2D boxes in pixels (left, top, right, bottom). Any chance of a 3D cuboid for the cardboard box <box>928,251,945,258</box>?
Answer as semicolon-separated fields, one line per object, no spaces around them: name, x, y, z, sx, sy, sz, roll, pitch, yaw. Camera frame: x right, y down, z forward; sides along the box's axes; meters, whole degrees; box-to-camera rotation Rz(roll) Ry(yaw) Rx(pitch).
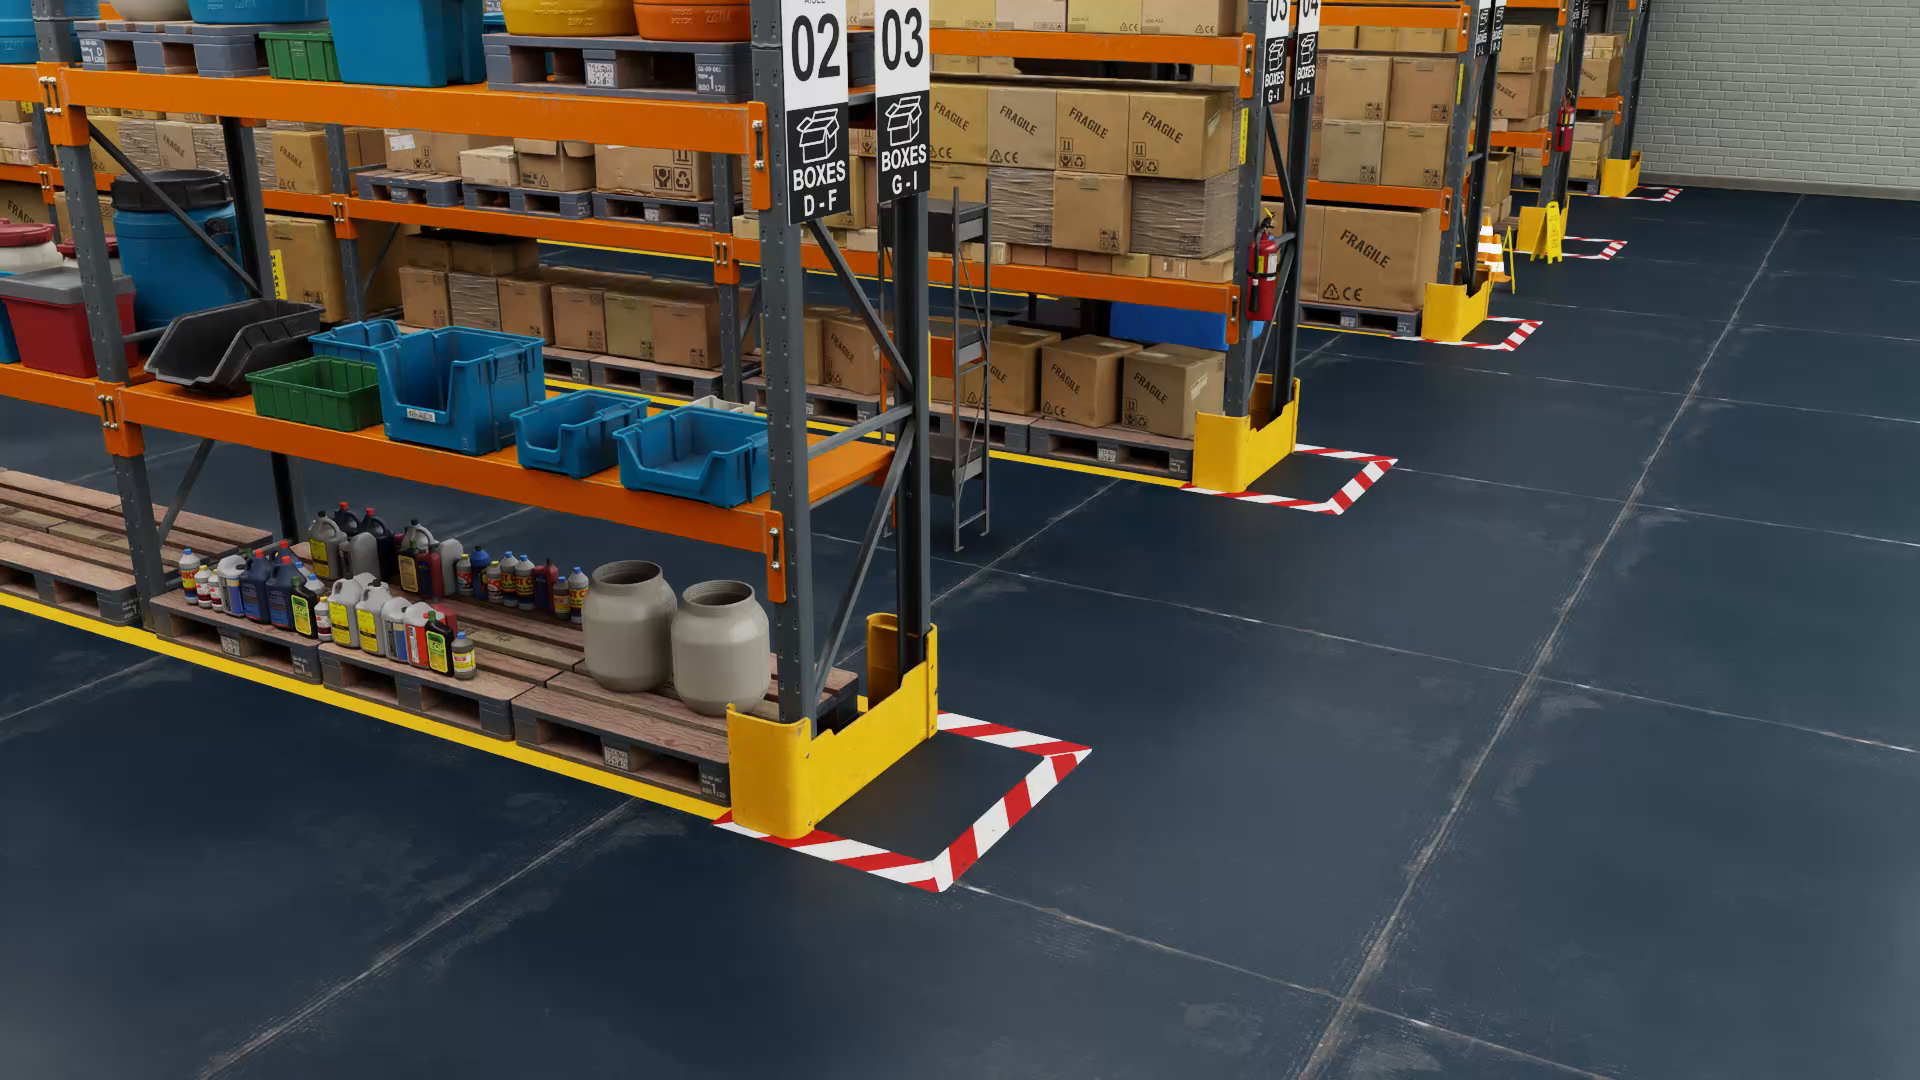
cardboard box;-0.143;-2.069;11.538;0.250;0.149;0.380;11;23;27

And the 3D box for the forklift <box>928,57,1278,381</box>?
forklift;1.077;-2.967;13.745;3.031;2.935;1.130;11;23;28

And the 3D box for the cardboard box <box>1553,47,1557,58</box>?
cardboard box;8.369;-6.742;22.955;0.250;0.149;0.380;11;23;28

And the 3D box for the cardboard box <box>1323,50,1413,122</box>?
cardboard box;3.669;-4.068;14.876;0.550;0.550;0.875;11;23;27

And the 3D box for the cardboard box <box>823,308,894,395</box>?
cardboard box;-0.667;-1.409;12.399;0.500;0.500;0.500;-17;26;-39

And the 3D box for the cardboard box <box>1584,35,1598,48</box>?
cardboard box;8.596;-6.841;22.792;0.250;0.149;0.380;11;23;27

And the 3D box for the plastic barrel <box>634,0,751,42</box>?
plastic barrel;-0.910;-2.270;6.081;0.708;0.830;0.600;11;23;27

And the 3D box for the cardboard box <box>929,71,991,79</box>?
cardboard box;-0.100;-3.055;11.840;0.500;0.500;0.500;11;23;27

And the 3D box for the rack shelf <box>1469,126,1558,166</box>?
rack shelf;5.079;-4.837;19.856;4.000;0.370;1.077;11;23;27

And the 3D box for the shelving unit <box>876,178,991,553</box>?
shelving unit;-0.144;-1.015;9.583;0.503;2.100;0.431;11;23;27

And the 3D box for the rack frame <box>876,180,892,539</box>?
rack frame;-0.358;-1.055;9.695;0.015;2.100;0.400;11;23;27

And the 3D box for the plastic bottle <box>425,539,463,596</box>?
plastic bottle;-2.624;0.126;8.469;0.135;0.276;0.152;11;23;28

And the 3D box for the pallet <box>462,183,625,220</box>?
pallet;-3.244;-2.816;13.510;1.213;0.211;1.003;11;23;27

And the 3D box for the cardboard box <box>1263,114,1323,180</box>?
cardboard box;3.234;-3.686;15.409;0.550;0.550;0.875;11;23;27

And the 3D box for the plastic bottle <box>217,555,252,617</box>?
plastic bottle;-3.556;0.220;8.210;0.135;0.276;0.152;12;23;29

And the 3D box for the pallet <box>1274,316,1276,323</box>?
pallet;2.702;-2.354;16.046;1.213;0.211;1.003;11;23;27

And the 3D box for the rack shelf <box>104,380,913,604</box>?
rack shelf;-2.170;-0.412;7.658;4.000;0.370;1.077;11;23;27

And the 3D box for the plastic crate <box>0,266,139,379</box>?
plastic crate;-4.488;-1.103;8.412;0.583;0.464;0.402;11;23;27

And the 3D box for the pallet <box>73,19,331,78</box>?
pallet;-3.238;-2.314;7.722;1.003;0.211;1.213;11;23;27

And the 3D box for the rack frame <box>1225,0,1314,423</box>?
rack frame;1.992;-1.892;10.683;0.127;3.000;1.000;11;23;27

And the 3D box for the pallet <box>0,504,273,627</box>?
pallet;-4.620;0.109;9.256;1.213;0.211;1.003;11;23;27

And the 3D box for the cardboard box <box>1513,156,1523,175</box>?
cardboard box;7.816;-5.381;23.718;0.500;0.250;0.500;11;23;28

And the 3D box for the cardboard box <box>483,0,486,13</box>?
cardboard box;-3.805;-4.240;12.977;0.500;0.250;0.500;11;23;28

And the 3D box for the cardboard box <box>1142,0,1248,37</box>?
cardboard box;1.447;-3.237;10.210;0.500;0.250;0.500;11;23;29

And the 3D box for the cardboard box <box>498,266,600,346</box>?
cardboard box;-3.409;-1.968;13.913;0.500;0.500;0.700;13;24;32

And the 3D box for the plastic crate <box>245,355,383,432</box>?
plastic crate;-2.868;-0.674;7.634;0.662;0.188;0.450;11;23;27

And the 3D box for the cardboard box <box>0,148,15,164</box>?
cardboard box;-9.136;-3.766;16.217;0.250;0.149;0.380;11;23;28

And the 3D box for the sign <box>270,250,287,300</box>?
sign;-3.638;-1.375;8.851;0.005;0.325;0.100;11;23;27

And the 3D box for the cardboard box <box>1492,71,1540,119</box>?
cardboard box;6.217;-5.038;18.771;0.500;0.500;0.500;10;22;26

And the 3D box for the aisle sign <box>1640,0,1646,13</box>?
aisle sign;9.156;-7.445;22.177;0.004;0.787;0.394;11;23;27

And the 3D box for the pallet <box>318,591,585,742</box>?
pallet;-2.281;0.554;8.027;1.213;0.211;1.003;11;23;27

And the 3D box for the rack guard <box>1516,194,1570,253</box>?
rack guard;6.758;-3.680;19.277;0.348;0.500;1.175;11;23;27

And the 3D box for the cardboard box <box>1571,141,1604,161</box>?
cardboard box;8.665;-5.449;23.170;0.500;0.250;0.500;10;22;27

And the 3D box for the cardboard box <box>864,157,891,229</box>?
cardboard box;-0.233;-2.504;11.788;0.500;0.500;0.875;11;23;27

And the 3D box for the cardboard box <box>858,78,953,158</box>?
cardboard box;-0.358;-2.898;11.406;0.500;0.500;0.500;11;23;27

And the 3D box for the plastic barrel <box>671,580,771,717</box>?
plastic barrel;-1.036;0.467;7.210;0.421;0.512;0.421;0;20;0

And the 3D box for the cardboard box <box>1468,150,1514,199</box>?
cardboard box;6.234;-4.320;19.693;0.500;0.500;0.500;10;22;26

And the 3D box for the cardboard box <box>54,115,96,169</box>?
cardboard box;-8.205;-3.784;15.752;0.500;0.500;0.500;11;23;27

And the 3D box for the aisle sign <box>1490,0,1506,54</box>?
aisle sign;4.707;-4.652;14.478;0.004;0.787;0.394;11;23;27

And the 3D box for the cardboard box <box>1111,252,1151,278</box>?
cardboard box;1.181;-1.828;10.875;0.250;0.149;0.380;11;23;27

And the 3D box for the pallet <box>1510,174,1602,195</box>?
pallet;8.554;-5.125;23.683;1.213;0.211;1.003;11;23;27

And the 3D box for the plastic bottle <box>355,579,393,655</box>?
plastic bottle;-2.715;0.346;7.752;0.185;0.351;0.144;12;23;30

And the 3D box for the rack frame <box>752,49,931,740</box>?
rack frame;-0.424;-0.418;6.618;0.127;3.000;1.000;11;23;27

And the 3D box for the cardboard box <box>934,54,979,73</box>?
cardboard box;0.121;-4.700;16.811;0.500;0.500;0.700;10;22;26

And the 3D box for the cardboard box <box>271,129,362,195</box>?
cardboard box;-5.544;-3.278;14.357;0.500;0.500;0.500;12;23;29

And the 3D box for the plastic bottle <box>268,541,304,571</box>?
plastic bottle;-3.343;0.170;8.237;0.185;0.351;0.144;11;23;27

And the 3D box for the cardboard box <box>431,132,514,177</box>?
cardboard box;-3.965;-3.326;13.874;0.500;0.500;0.700;15;25;35

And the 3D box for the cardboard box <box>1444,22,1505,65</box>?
cardboard box;5.834;-5.606;18.871;0.500;0.500;0.700;11;23;28

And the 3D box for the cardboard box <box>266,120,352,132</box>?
cardboard box;-5.623;-3.868;14.511;0.637;0.503;0.797;12;23;29

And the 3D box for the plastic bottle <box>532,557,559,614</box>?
plastic bottle;-2.043;0.215;8.212;0.133;0.283;0.061;11;23;28

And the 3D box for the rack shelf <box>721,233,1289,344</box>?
rack shelf;0.246;-1.887;11.723;4.000;0.370;1.077;11;23;27

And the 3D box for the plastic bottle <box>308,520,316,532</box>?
plastic bottle;-3.447;-0.007;8.944;0.097;0.201;0.097;0;20;0
